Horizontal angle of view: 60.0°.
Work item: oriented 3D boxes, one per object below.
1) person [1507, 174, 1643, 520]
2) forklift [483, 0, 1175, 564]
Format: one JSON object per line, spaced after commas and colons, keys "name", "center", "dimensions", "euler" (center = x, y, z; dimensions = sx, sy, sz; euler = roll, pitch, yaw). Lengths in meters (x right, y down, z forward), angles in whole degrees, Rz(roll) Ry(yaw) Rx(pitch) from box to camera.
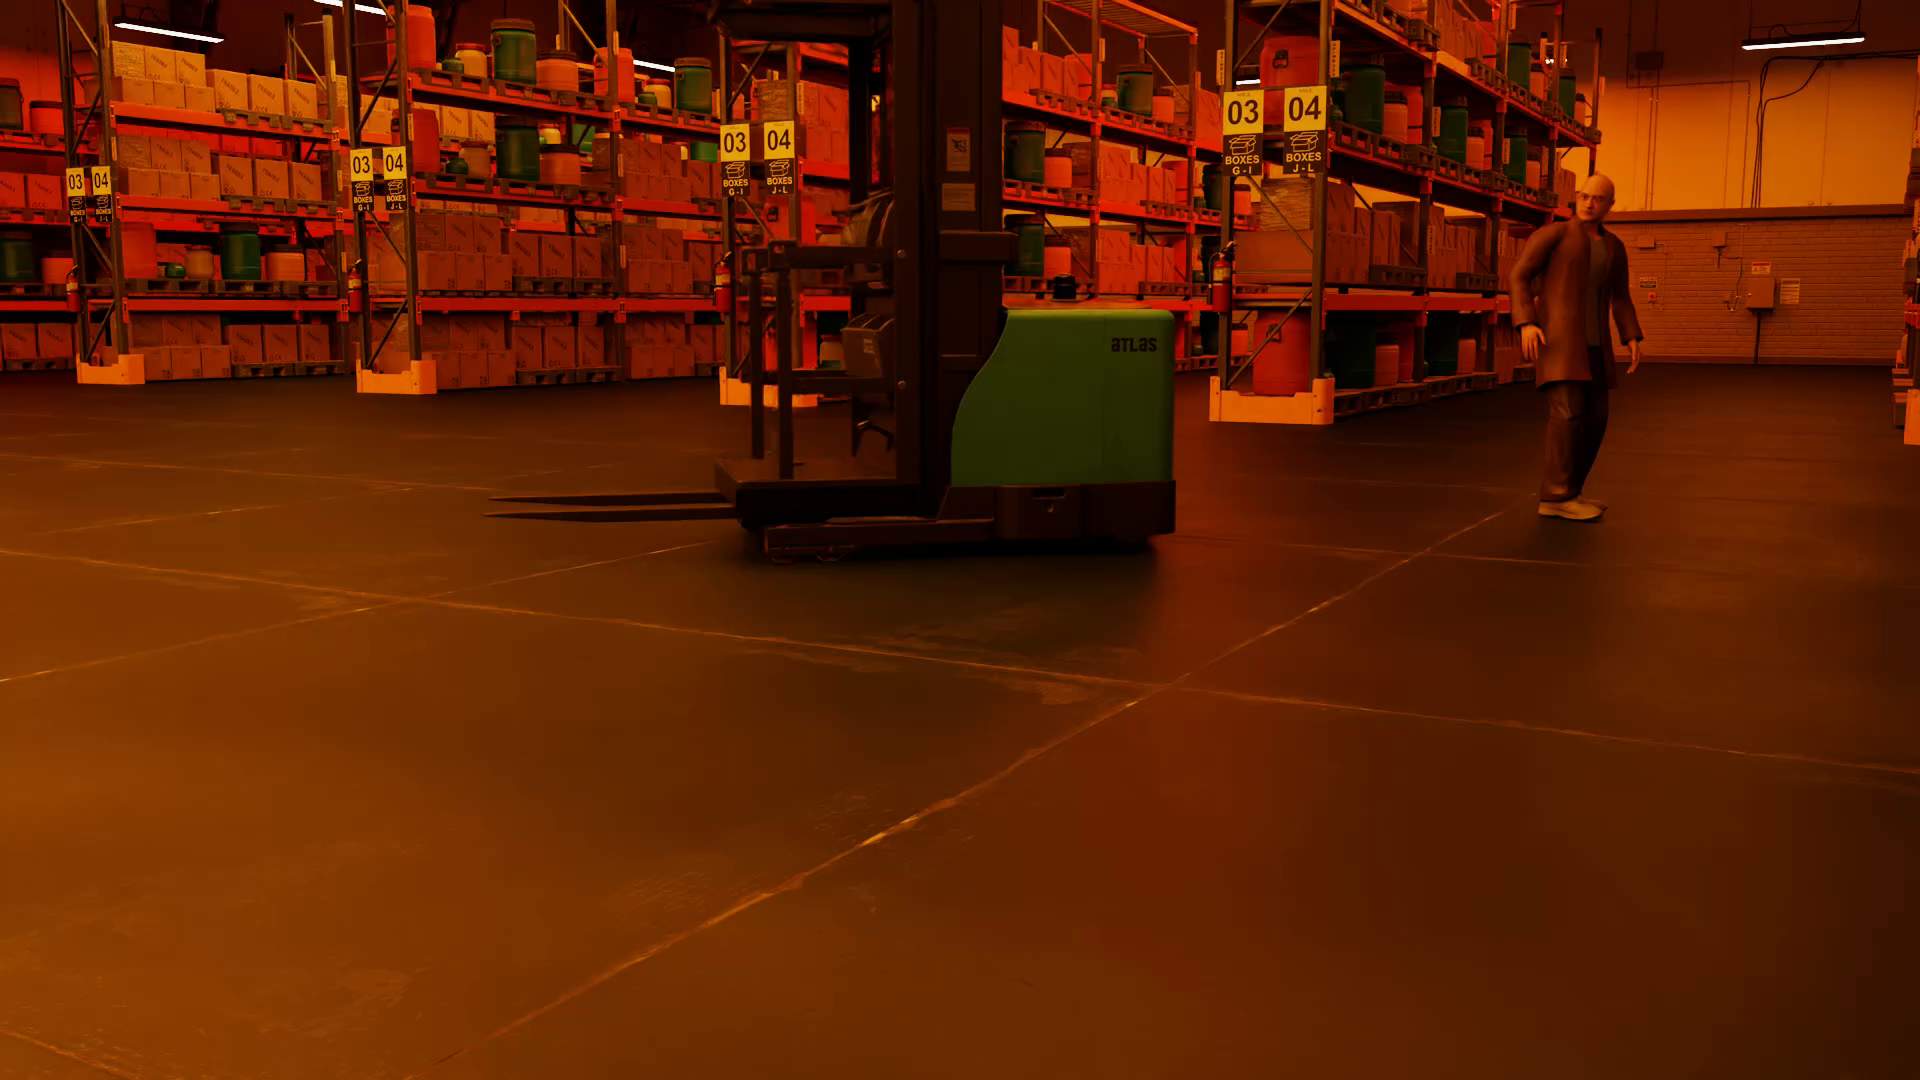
{"name": "person", "center": [3.263, -1.004, 8.639], "dimensions": [0.787, 1.766, 0.561], "euler": [-4, 9, -27]}
{"name": "forklift", "center": [-0.600, -1.429, 7.449], "dimensions": [3.031, 2.935, 1.130], "euler": [-2, 8, -14]}
